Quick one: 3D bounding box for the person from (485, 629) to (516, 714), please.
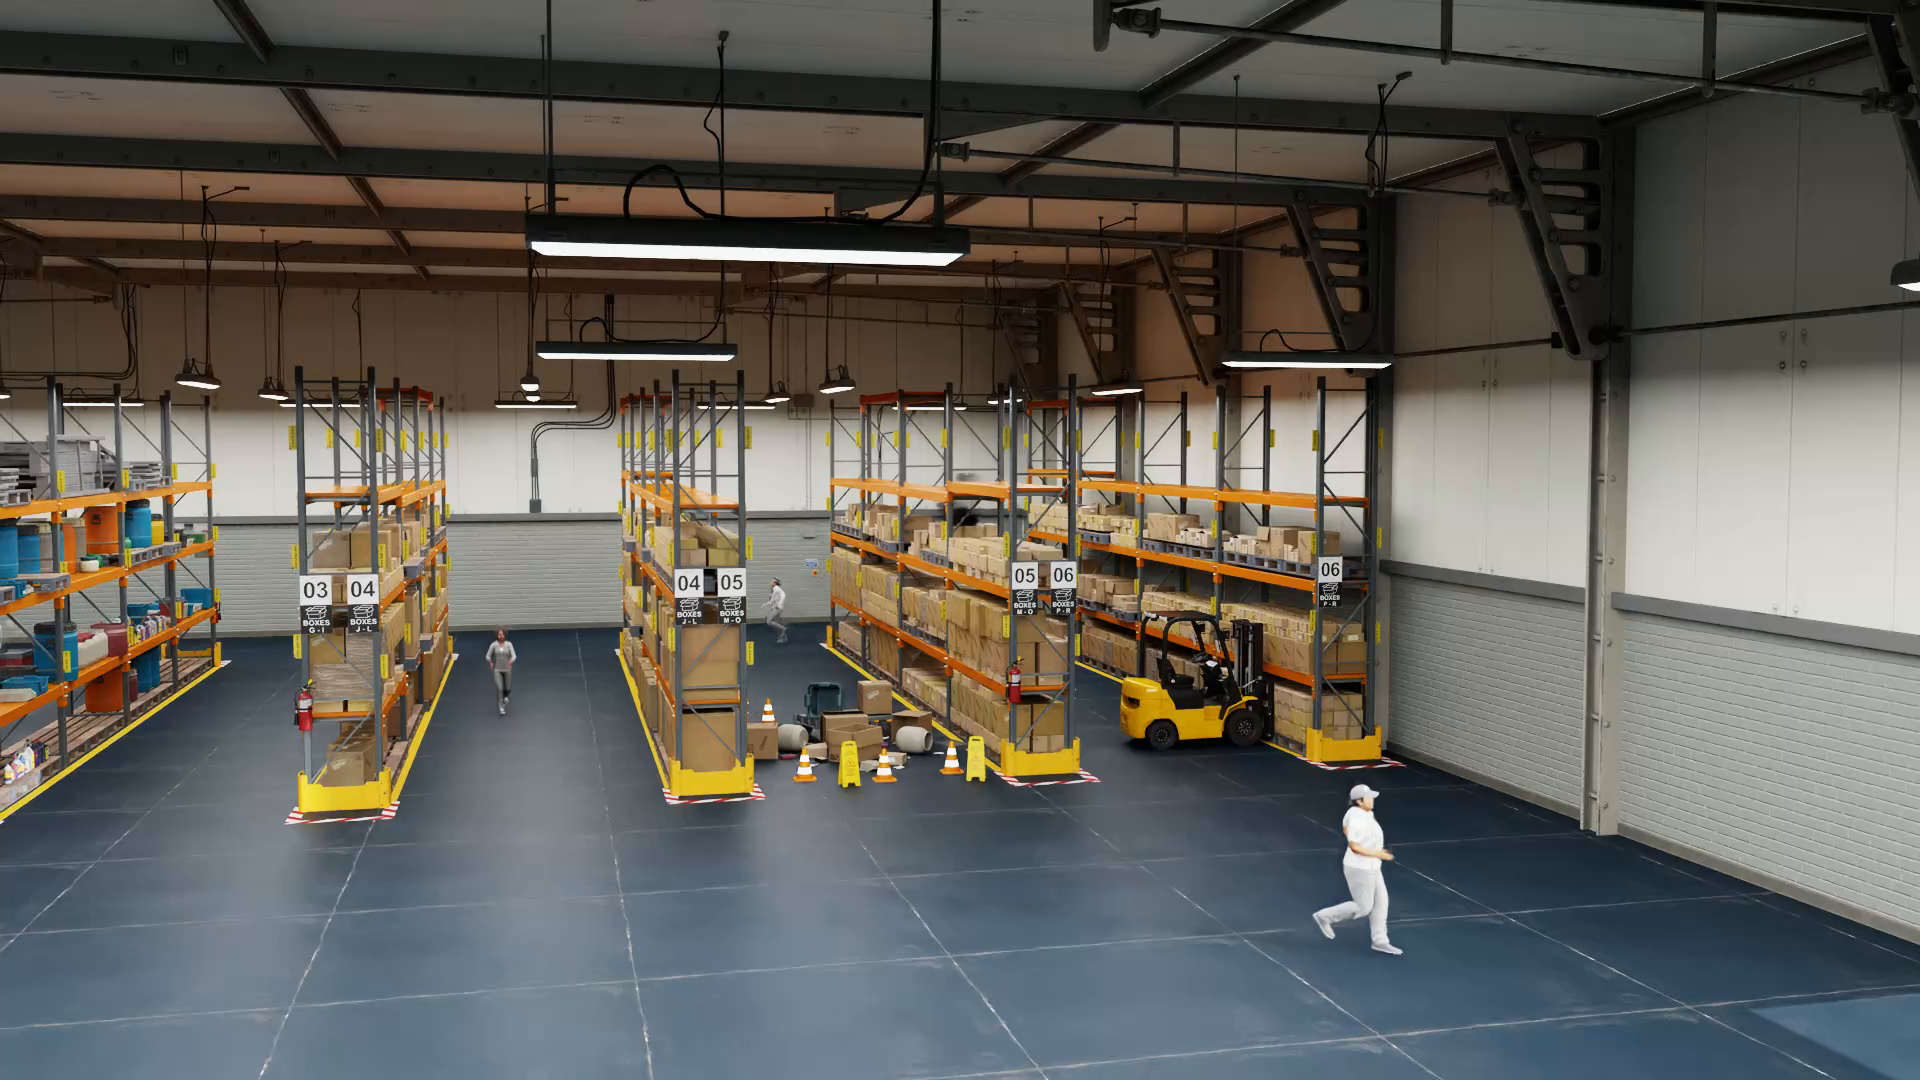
[{"bbox_3d":[-8.436,2.402,30.561,0.538,1.549,0.608,-1,4,-19],"label":"person"}]

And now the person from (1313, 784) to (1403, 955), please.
[{"bbox_3d":[3.904,3.217,16.263,0.849,1.648,0.607,1,4,19],"label":"person"}]

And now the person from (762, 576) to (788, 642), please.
[{"bbox_3d":[-4.584,1.722,41.229,0.634,1.650,0.652,-1,3,-11],"label":"person"}]
